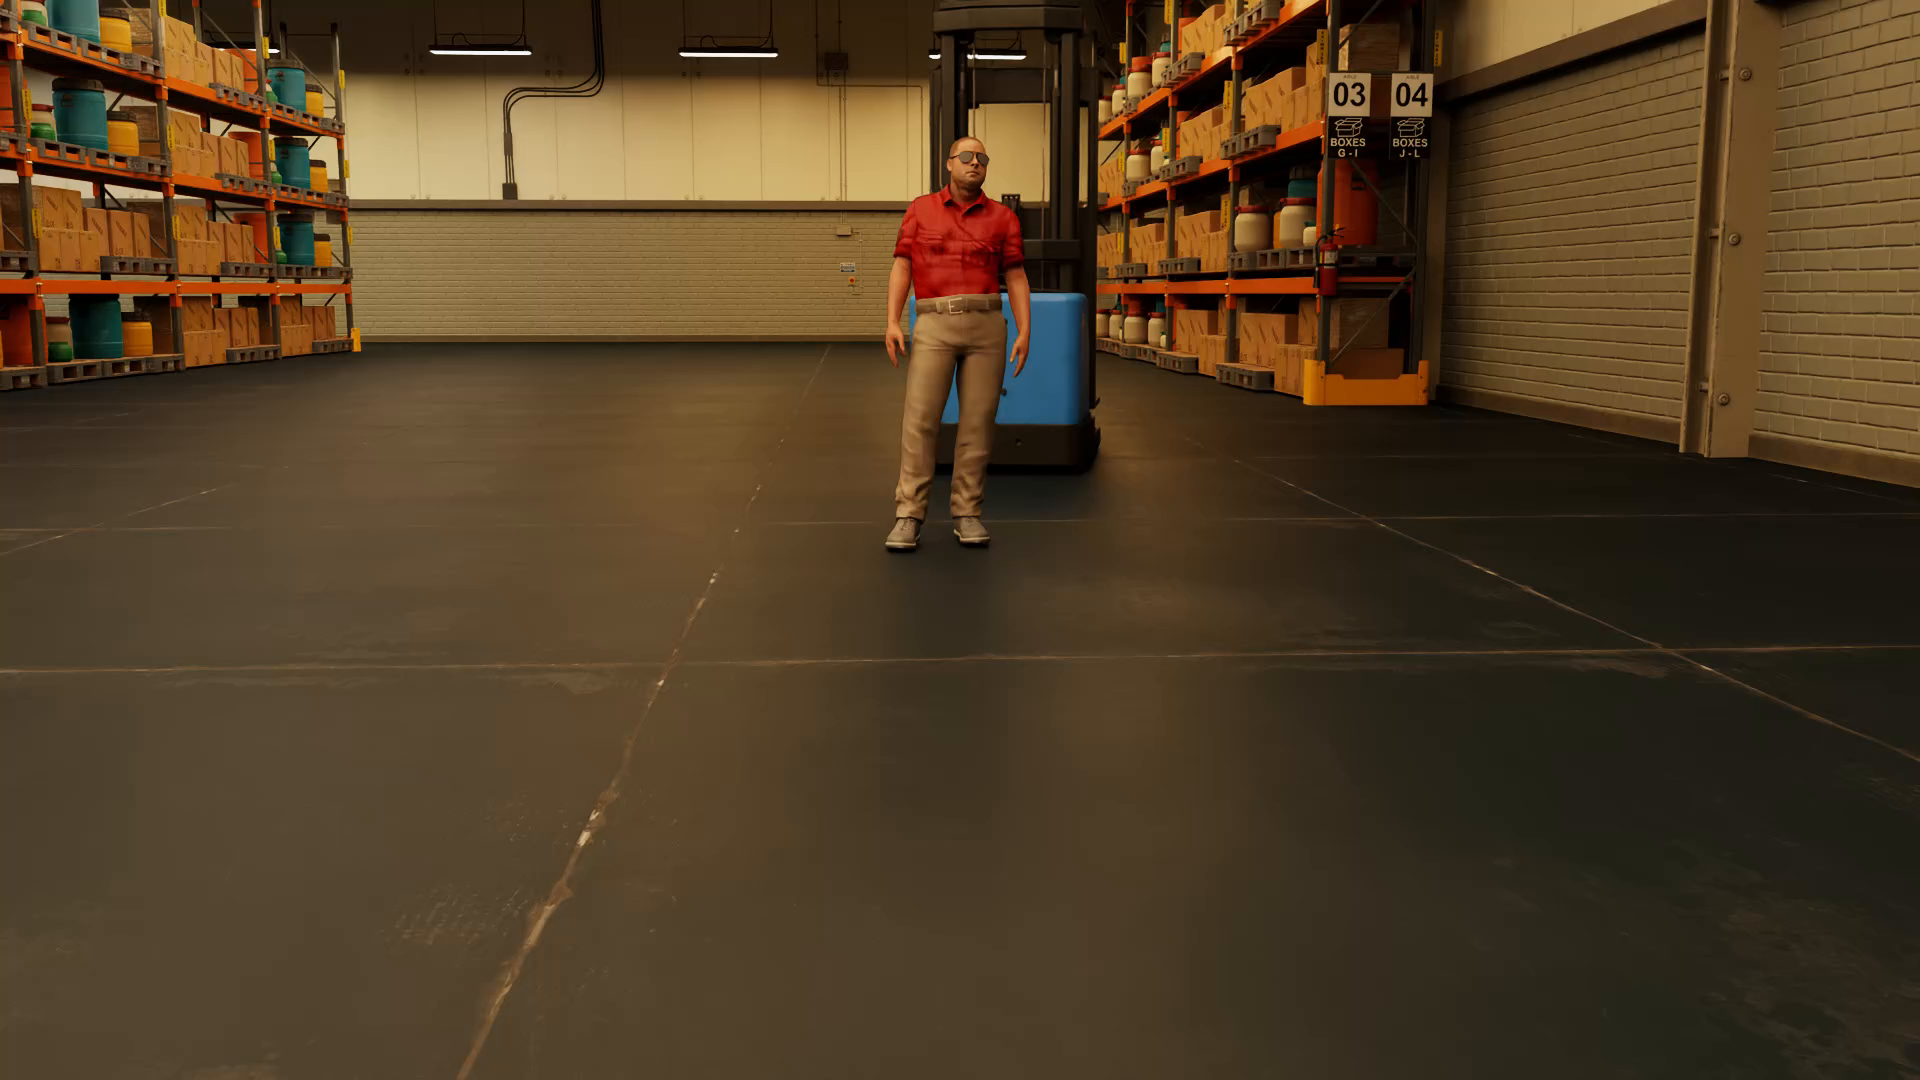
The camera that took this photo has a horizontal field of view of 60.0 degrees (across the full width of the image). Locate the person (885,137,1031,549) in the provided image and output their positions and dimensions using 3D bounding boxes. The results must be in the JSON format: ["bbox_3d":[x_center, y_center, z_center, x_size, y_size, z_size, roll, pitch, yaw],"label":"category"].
[{"bbox_3d":[-0.007,-0.849,7.093,0.640,1.727,0.551,-1,8,-4],"label":"person"}]

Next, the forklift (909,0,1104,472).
[{"bbox_3d":[0.383,-2.044,11.097,1.130,2.935,3.031,1,9,7],"label":"forklift"}]
